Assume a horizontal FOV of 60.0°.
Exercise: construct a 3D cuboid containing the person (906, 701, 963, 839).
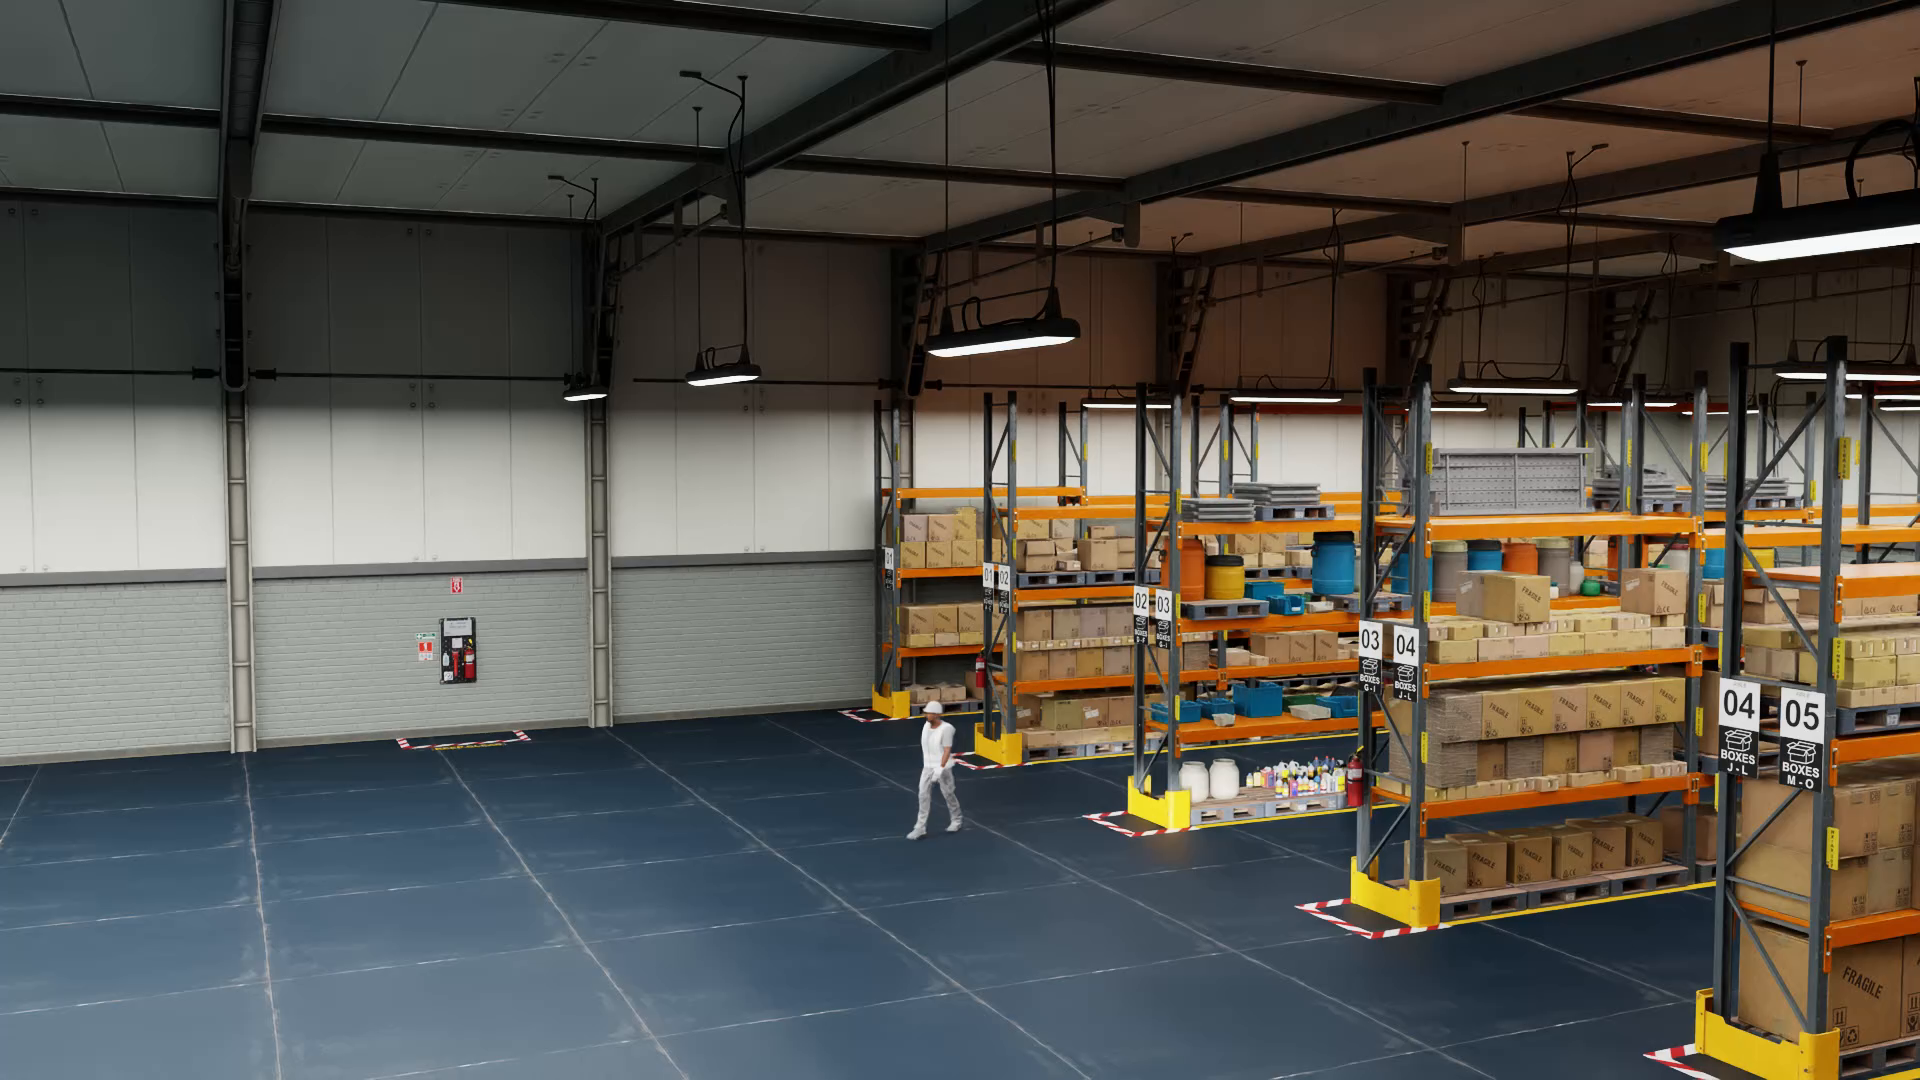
[{"bbox_3d":[-0.341,2.997,21.841,0.580,1.760,0.883,3,5,43],"label":"person"}]
